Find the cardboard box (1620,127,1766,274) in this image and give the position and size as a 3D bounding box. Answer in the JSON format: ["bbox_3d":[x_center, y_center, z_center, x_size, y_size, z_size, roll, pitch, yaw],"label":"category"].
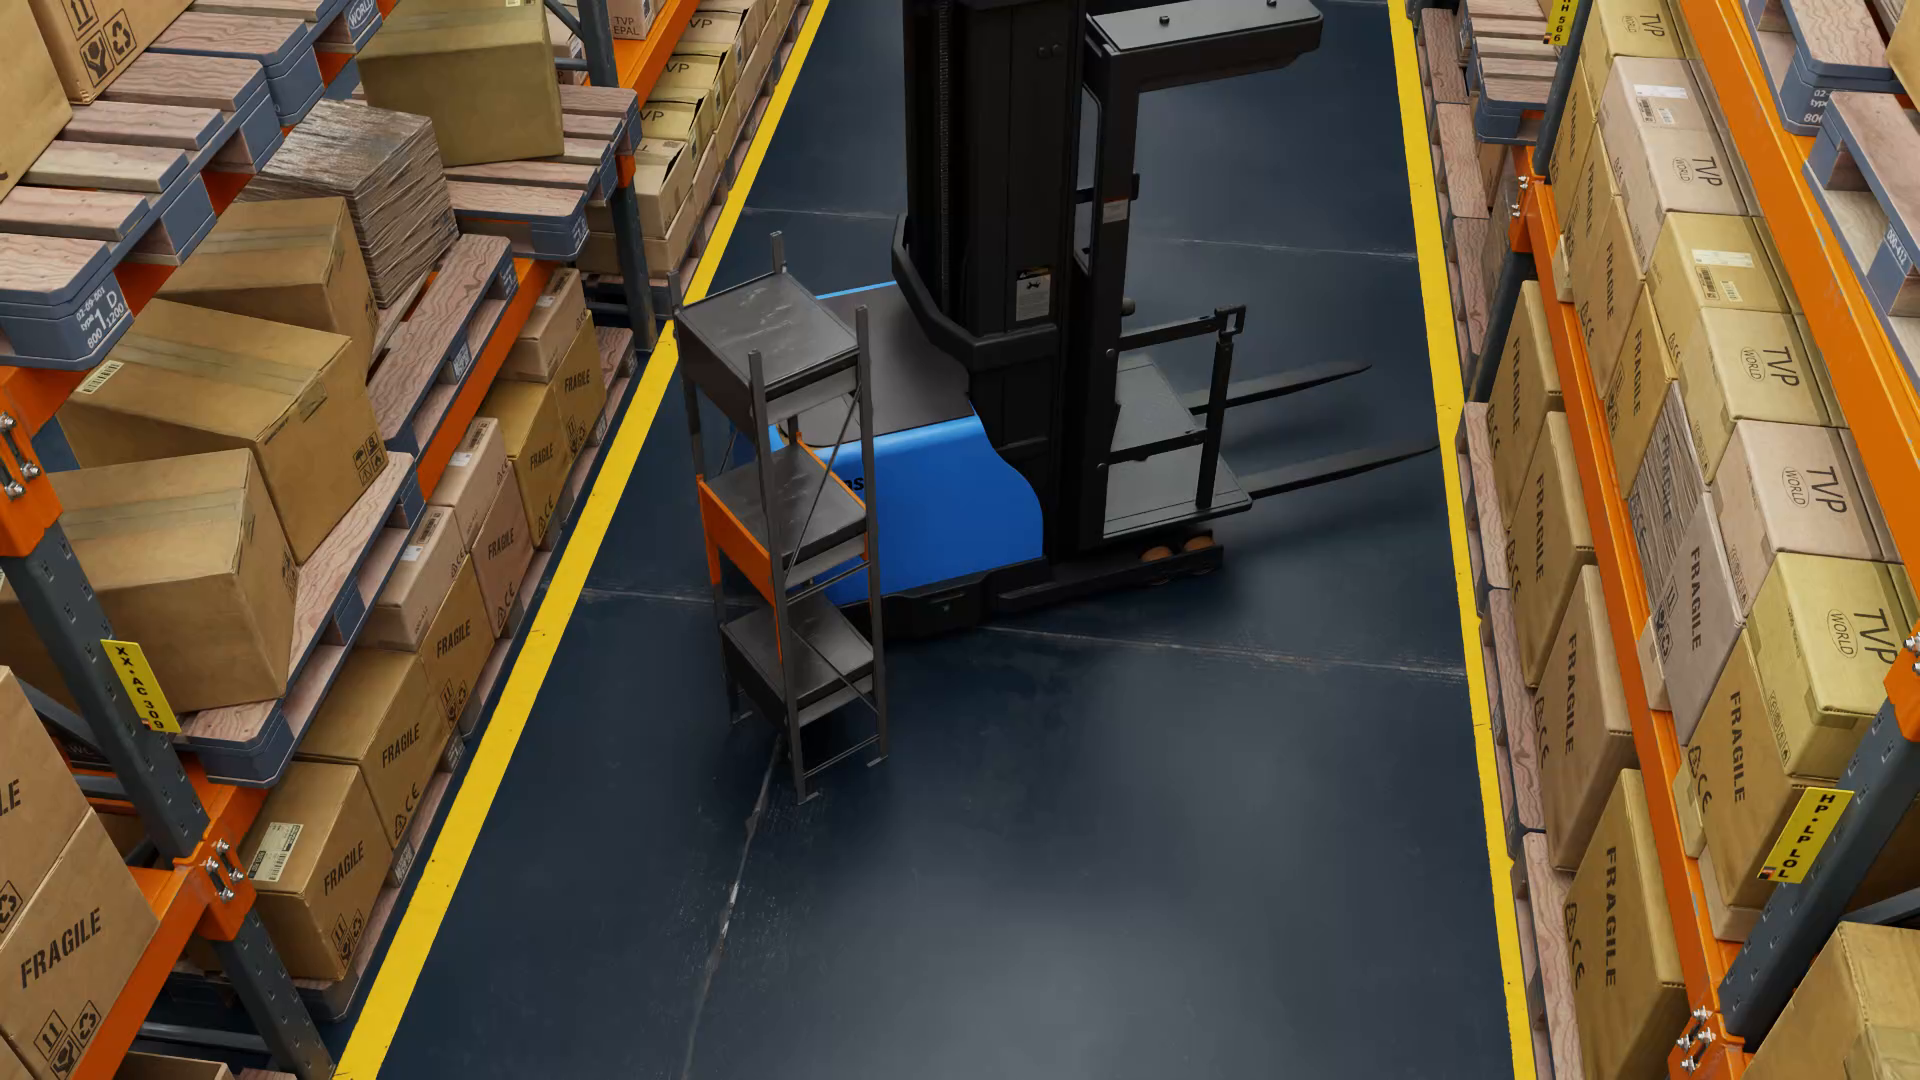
[{"bbox_3d":[2.453,-1.079,5.359,0.500,0.250,0.500,6,44,6],"label":"cardboard box"}]

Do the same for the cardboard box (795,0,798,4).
[{"bbox_3d":[-1.248,-3.667,10.636,0.500,0.250,0.500,5,44,5],"label":"cardboard box"}]

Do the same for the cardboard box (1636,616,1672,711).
[{"bbox_3d":[2.202,0.373,4.842,0.380,0.149,0.250,5,44,6],"label":"cardboard box"}]

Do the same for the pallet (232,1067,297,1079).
[{"bbox_3d":[-2.630,2.111,4.868,1.003,0.211,1.213,5,44,6],"label":"pallet"}]

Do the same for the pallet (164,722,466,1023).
[{"bbox_3d":[-2.468,1.085,5.951,1.003,0.211,1.213,5,44,6],"label":"pallet"}]

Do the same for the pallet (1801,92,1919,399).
[{"bbox_3d":[2.445,-0.571,3.629,0.805,0.209,1.217,4,44,4],"label":"pallet"}]

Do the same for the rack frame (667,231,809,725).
[{"bbox_3d":[-0.725,-0.125,5.855,0.400,2.100,0.015,-26,49,-25],"label":"rack frame"}]

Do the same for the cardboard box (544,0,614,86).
[{"bbox_3d":[-1.918,-2.308,7.570,0.500,0.311,0.500,8,44,8],"label":"cardboard box"}]

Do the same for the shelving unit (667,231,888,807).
[{"bbox_3d":[-0.583,0.012,5.711,0.431,2.100,0.503,-26,49,-25],"label":"shelving unit"}]

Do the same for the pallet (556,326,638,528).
[{"bbox_3d":[-2.146,-0.578,7.707,1.003,0.211,1.213,5,44,6],"label":"pallet"}]

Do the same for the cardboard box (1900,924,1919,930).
[{"bbox_3d":[2.613,0.951,4.232,0.380,0.149,0.250,4,44,4],"label":"cardboard box"}]

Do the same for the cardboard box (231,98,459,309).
[{"bbox_3d":[-2.291,-1.240,5.999,0.700,0.500,0.500,13,45,13],"label":"cardboard box"}]

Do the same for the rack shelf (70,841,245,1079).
[{"bbox_3d":[-2.803,2.254,3.211,1.077,0.370,4.000,5,44,6],"label":"rack shelf"}]

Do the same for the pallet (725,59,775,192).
[{"bbox_3d":[-1.698,-2.470,9.705,1.003,0.211,1.213,5,44,6],"label":"pallet"}]

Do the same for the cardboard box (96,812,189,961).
[{"bbox_3d":[-2.757,1.015,5.494,0.500,0.500,0.500,5,44,5],"label":"cardboard box"}]

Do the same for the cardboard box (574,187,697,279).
[{"bbox_3d":[-1.649,-1.580,8.432,0.500,0.250,0.500,5,44,5],"label":"cardboard box"}]

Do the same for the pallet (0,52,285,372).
[{"bbox_3d":[-2.383,-0.829,3.899,1.213,0.211,1.003,5,44,6],"label":"pallet"}]

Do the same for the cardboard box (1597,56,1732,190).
[{"bbox_3d":[2.515,-1.420,5.719,0.500,0.250,0.500,5,44,5],"label":"cardboard box"}]

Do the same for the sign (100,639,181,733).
[{"bbox_3d":[-2.000,0.360,4.059,0.100,0.325,0.005,5,44,6],"label":"sign"}]

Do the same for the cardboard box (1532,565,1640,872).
[{"bbox_3d":[2.444,0.645,5.645,0.750,0.750,0.750,6,44,7],"label":"cardboard box"}]

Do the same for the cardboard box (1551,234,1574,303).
[{"bbox_3d":[2.467,-1.017,6.310,0.380,0.149,0.250,6,44,7],"label":"cardboard box"}]

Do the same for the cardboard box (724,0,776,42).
[{"bbox_3d":[-1.381,-3.183,9.716,0.500,0.311,0.500,5,44,5],"label":"cardboard box"}]

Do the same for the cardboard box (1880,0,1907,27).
[{"bbox_3d":[2.737,-1.518,4.097,0.700,0.500,0.500,5,44,5],"label":"cardboard box"}]

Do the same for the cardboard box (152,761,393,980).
[{"bbox_3d":[-2.233,1.070,5.436,0.500,0.500,0.500,3,44,4],"label":"cardboard box"}]

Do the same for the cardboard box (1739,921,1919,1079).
[{"bbox_3d":[2.284,1.337,3.438,0.980,0.700,0.700,6,44,6],"label":"cardboard box"}]

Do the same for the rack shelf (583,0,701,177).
[{"bbox_3d":[-1.745,-3.198,8.969,1.077,0.370,4.000,5,44,6],"label":"rack shelf"}]

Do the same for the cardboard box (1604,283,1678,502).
[{"bbox_3d":[2.377,-0.442,5.232,0.500,0.500,0.500,6,44,7],"label":"cardboard box"}]

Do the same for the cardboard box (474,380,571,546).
[{"bbox_3d":[-1.969,-0.337,6.922,0.500,0.500,0.500,4,44,4],"label":"cardboard box"}]

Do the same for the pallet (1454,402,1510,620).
[{"bbox_3d":[2.722,-0.105,7.208,1.003,0.211,1.213,5,44,6],"label":"pallet"}]

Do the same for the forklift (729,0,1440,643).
[{"bbox_3d":[0.594,-1.205,6.391,3.031,2.935,1.130,-13,45,-14],"label":"forklift"}]

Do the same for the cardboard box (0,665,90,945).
[{"bbox_3d":[-2.349,0.599,3.636,0.500,0.500,0.500,5,44,6],"label":"cardboard box"}]

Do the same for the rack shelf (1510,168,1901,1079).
[{"bbox_3d":[2.637,-0.024,5.617,1.077,0.370,4.000,5,44,6],"label":"rack shelf"}]

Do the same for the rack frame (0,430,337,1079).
[{"bbox_3d":[-2.538,0.630,4.403,1.000,3.000,0.127,5,44,6],"label":"rack frame"}]

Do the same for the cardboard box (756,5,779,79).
[{"bbox_3d":[-1.384,-2.974,9.904,0.500,0.250,0.500,6,44,6],"label":"cardboard box"}]

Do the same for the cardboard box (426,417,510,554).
[{"bbox_3d":[-2.035,-0.225,6.259,0.500,0.250,0.500,4,44,5],"label":"cardboard box"}]

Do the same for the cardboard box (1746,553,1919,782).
[{"bbox_3d":[2.180,0.312,3.890,0.500,0.250,0.500,6,44,7],"label":"cardboard box"}]

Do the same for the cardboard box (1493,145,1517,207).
[{"bbox_3d":[3.128,-1.736,8.400,0.700,0.500,0.500,5,44,5],"label":"cardboard box"}]

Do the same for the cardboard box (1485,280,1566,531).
[{"bbox_3d":[2.674,-0.531,6.887,0.750,0.750,0.750,5,44,5],"label":"cardboard box"}]

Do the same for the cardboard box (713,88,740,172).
[{"bbox_3d":[-1.521,-2.278,9.169,0.500,0.250,0.500,4,44,4],"label":"cardboard box"}]

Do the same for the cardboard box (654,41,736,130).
[{"bbox_3d":[-1.519,-2.490,8.985,0.500,0.311,0.500,4,44,4],"label":"cardboard box"}]

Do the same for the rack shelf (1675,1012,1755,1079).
[{"bbox_3d":[2.108,2.702,2.738,1.077,0.370,4.000,5,44,6],"label":"rack shelf"}]

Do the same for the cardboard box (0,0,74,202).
[{"bbox_3d":[-2.399,-1.021,3.514,0.600,0.600,0.600,1,43,2],"label":"cardboard box"}]

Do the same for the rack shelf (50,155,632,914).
[{"bbox_3d":[-2.274,-0.472,6.090,1.077,0.370,4.000,5,44,6],"label":"rack shelf"}]

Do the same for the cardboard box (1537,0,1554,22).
[{"bbox_3d":[3.000,-2.549,7.368,0.700,0.500,0.500,1,43,2],"label":"cardboard box"}]

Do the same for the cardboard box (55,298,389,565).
[{"bbox_3d":[-2.226,-0.336,5.045,0.700,0.500,0.500,12,45,12],"label":"cardboard box"}]

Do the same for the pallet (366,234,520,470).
[{"bbox_3d":[-2.262,-0.701,5.948,1.003,0.211,1.213,5,44,6],"label":"pallet"}]

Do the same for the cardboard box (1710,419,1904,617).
[{"bbox_3d":[2.258,-0.035,4.257,0.500,0.250,0.500,6,44,6],"label":"cardboard box"}]

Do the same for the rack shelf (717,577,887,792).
[{"bbox_3d":[-0.583,0.530,6.201,0.431,0.518,0.480,-26,49,-25],"label":"rack shelf"}]

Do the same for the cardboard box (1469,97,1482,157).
[{"bbox_3d":[3.223,-2.423,9.125,0.700,0.500,0.500,6,44,6],"label":"cardboard box"}]

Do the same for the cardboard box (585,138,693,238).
[{"bbox_3d":[-1.649,-1.784,8.239,0.500,0.311,0.500,7,44,7],"label":"cardboard box"}]

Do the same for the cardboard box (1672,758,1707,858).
[{"bbox_3d":[2.146,0.731,4.464,0.380,0.149,0.250,6,44,6],"label":"cardboard box"}]

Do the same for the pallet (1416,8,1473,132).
[{"bbox_3d":[3.328,-2.831,10.087,1.003,0.211,1.213,5,44,6],"label":"pallet"}]

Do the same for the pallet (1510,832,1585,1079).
[{"bbox_3d":[2.400,1.557,5.452,1.003,0.211,1.213,5,44,6],"label":"pallet"}]

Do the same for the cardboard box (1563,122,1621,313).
[{"bbox_3d":[2.505,-1.136,5.965,0.500,0.500,0.500,7,44,7],"label":"cardboard box"}]

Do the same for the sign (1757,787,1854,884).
[{"bbox_3d":[1.833,0.643,3.604,0.100,0.325,0.005,5,44,6],"label":"sign"}]

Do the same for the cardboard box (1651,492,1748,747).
[{"bbox_3d":[2.241,0.240,4.511,0.500,0.500,0.500,6,44,6],"label":"cardboard box"}]

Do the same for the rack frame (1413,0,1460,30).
[{"bbox_3d":[3.430,-4.374,9.688,1.000,3.000,0.127,5,44,6],"label":"rack frame"}]

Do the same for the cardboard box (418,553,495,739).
[{"bbox_3d":[-2.100,0.366,6.180,0.500,0.500,0.500,6,44,6],"label":"cardboard box"}]

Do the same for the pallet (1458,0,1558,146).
[{"bbox_3d":[2.890,-2.074,7.398,1.213,0.211,1.003,5,44,6],"label":"pallet"}]
